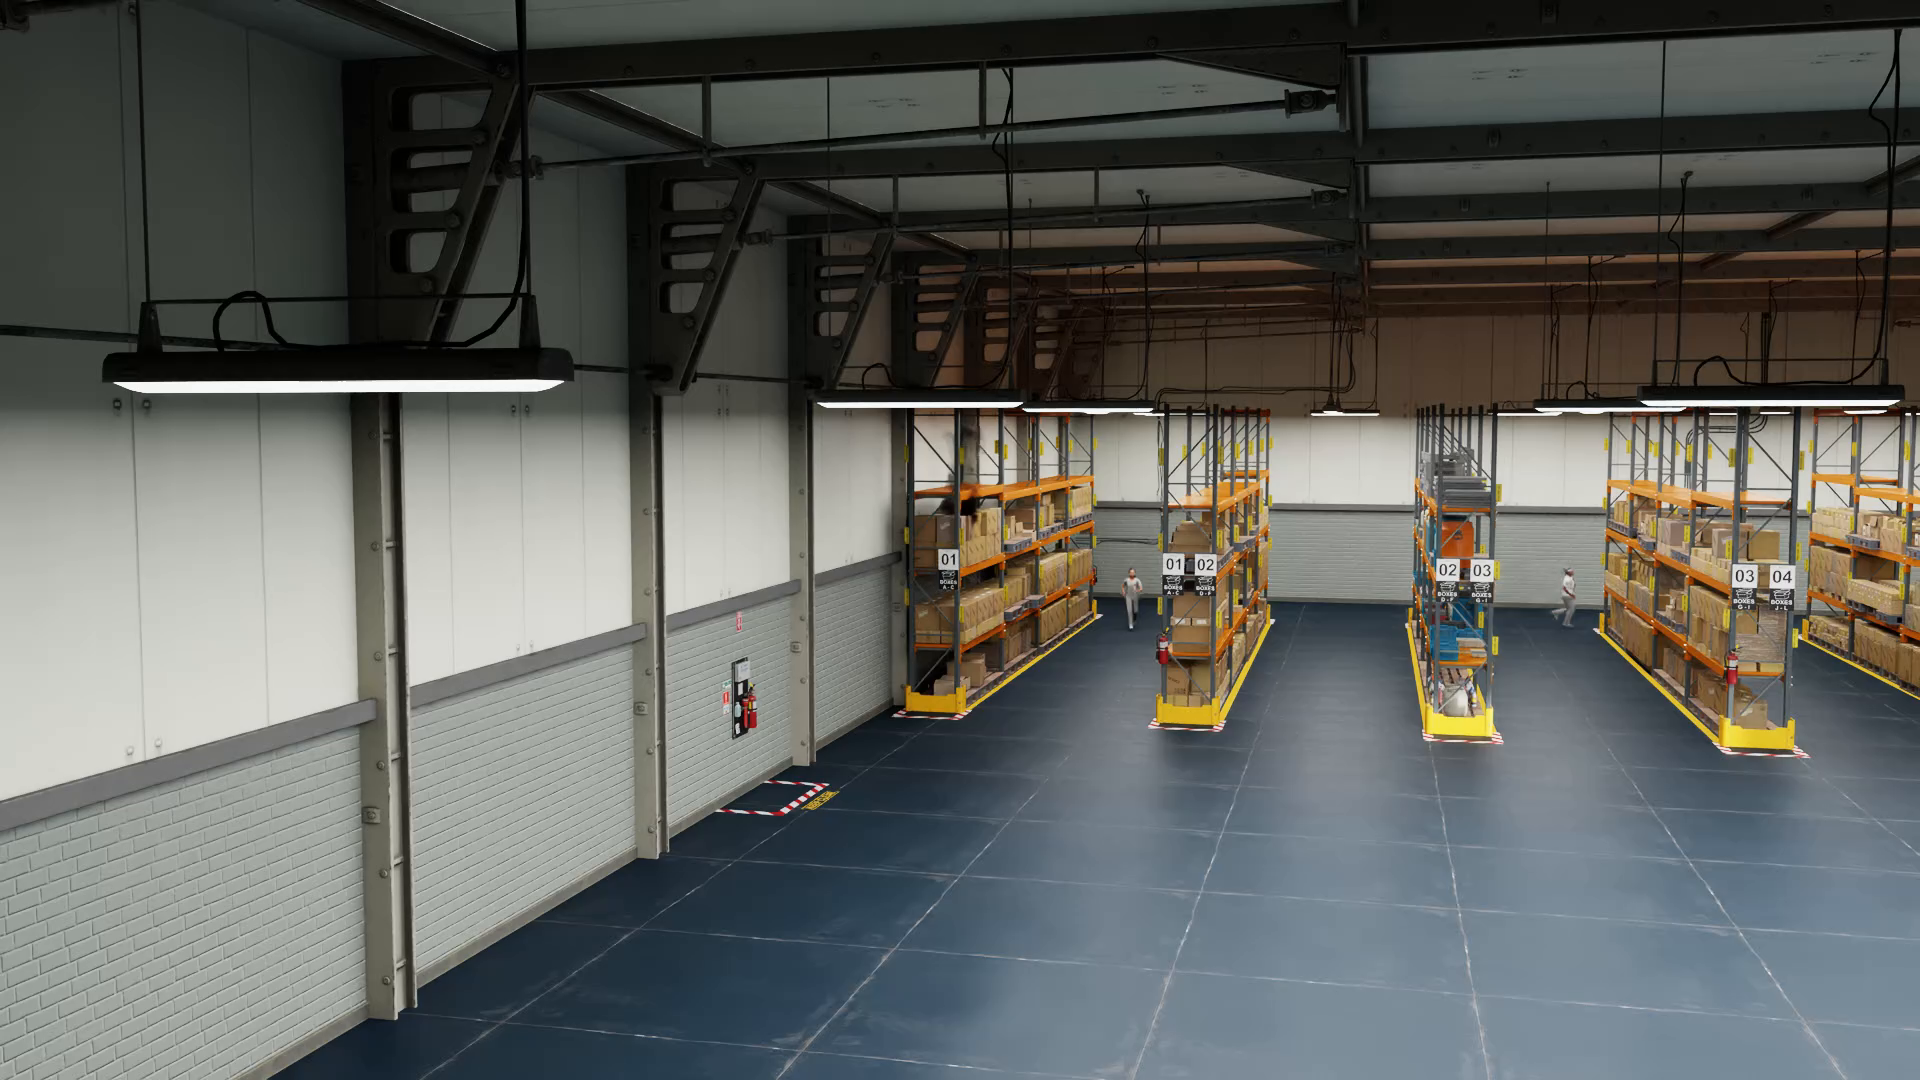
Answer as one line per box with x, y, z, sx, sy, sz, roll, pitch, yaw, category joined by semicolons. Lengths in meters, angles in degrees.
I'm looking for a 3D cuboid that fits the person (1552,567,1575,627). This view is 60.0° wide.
16.715;1.554;46.014;0.626;1.686;0.587;2;5;25;person

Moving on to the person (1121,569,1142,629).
4.687;1.596;45.418;0.576;1.638;0.829;0;4;6;person
